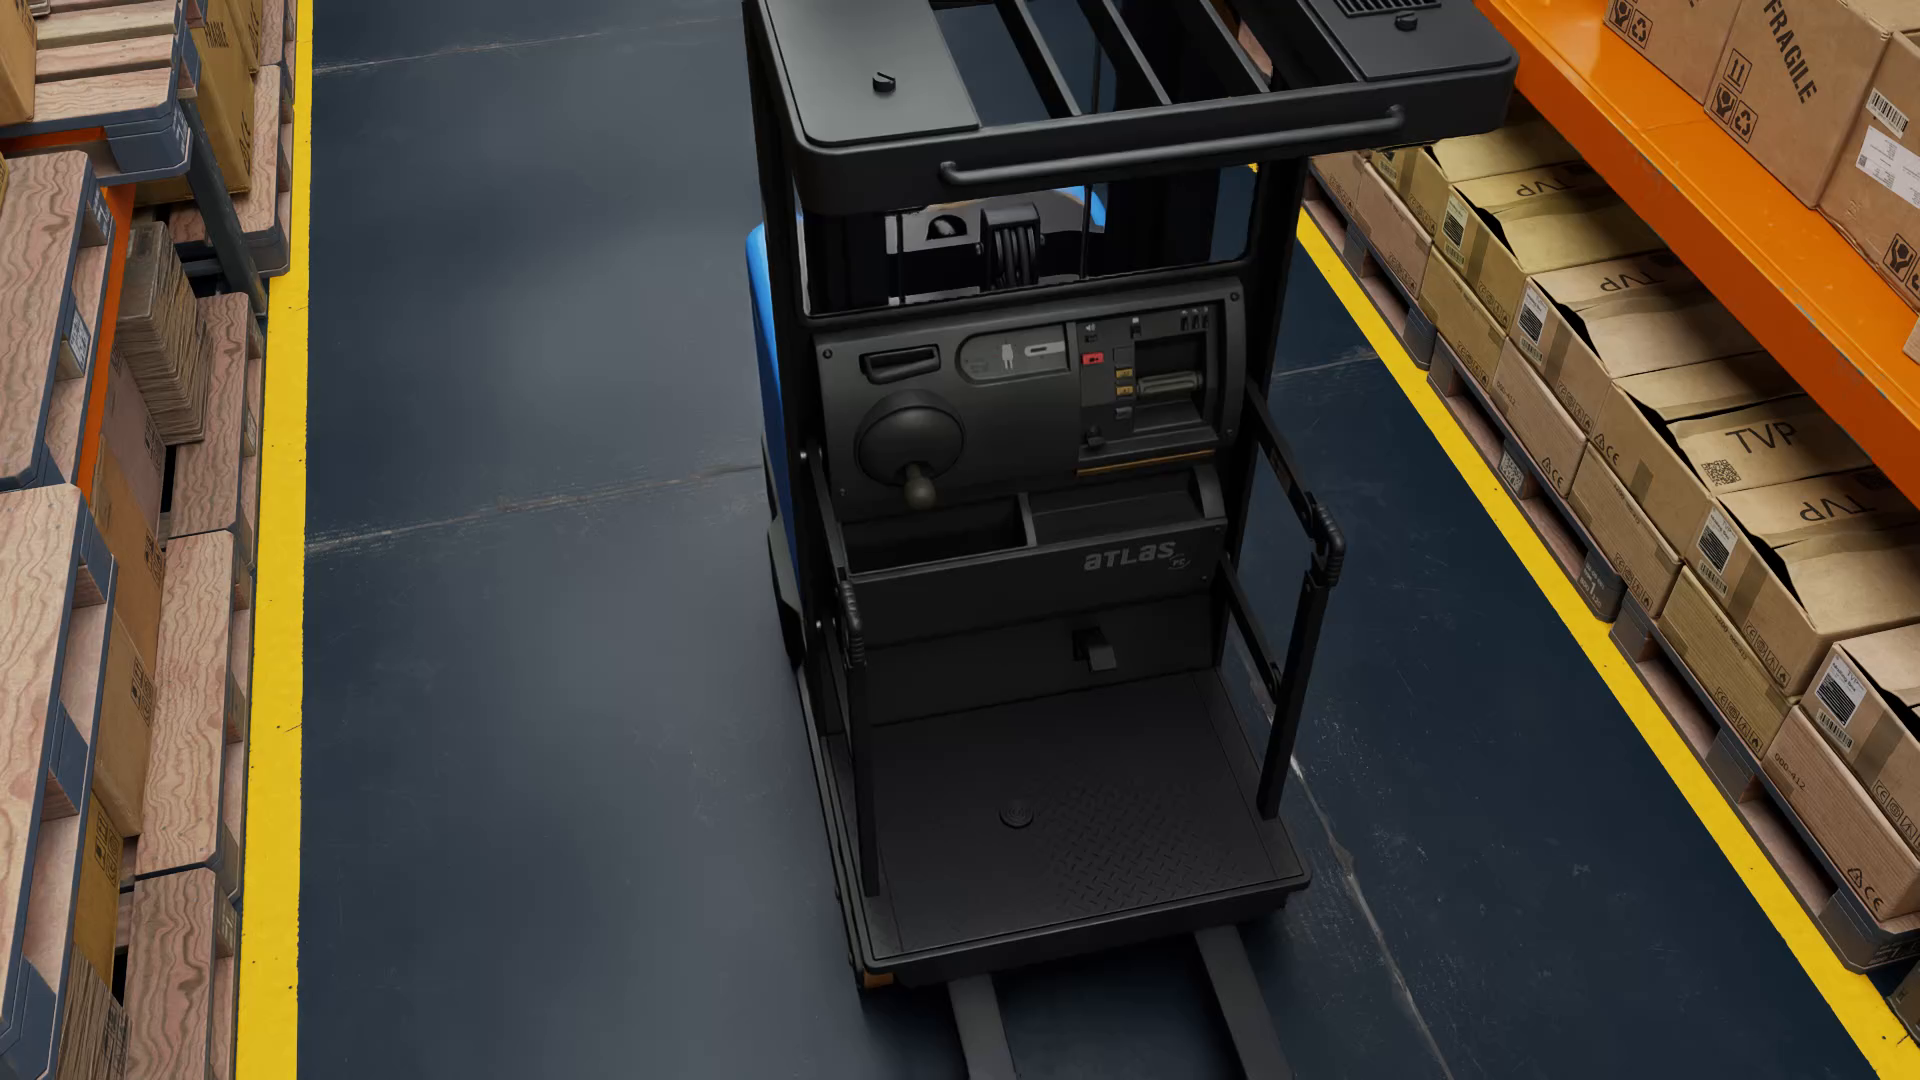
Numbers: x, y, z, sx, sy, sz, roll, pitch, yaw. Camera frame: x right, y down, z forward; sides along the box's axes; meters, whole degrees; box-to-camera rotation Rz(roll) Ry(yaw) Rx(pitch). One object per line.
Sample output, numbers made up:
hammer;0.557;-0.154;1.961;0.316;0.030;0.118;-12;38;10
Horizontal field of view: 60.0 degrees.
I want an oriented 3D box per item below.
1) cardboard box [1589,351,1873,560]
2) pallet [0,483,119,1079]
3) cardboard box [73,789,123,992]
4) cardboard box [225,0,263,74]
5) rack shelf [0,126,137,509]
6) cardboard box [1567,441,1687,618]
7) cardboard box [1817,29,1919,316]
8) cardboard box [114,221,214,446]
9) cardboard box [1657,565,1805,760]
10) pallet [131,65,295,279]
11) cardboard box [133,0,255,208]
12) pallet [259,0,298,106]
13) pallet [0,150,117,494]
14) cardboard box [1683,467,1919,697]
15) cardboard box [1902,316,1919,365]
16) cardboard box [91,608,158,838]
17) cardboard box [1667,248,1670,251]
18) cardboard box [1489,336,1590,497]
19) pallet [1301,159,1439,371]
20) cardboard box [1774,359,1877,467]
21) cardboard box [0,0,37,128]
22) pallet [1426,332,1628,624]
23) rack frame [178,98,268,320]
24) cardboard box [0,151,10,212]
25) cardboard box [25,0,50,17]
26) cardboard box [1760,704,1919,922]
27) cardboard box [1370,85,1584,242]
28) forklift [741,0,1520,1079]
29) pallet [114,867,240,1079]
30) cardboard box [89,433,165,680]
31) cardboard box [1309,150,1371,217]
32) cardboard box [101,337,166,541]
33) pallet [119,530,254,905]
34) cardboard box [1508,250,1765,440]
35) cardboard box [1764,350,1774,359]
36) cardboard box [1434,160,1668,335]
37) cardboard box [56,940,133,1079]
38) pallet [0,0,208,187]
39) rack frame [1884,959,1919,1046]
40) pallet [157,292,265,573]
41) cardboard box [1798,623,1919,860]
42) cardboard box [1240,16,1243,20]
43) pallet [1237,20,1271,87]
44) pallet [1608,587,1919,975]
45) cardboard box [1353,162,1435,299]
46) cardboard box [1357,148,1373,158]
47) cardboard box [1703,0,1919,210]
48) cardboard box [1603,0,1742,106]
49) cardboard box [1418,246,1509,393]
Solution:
cardboard box;2.149;-0.266;4.649;0.500;0.311;0.500;-11;47;-10
pallet;-2.048;0.466;2.827;1.003;0.211;1.213;-11;47;-10
cardboard box;-2.378;0.822;3.787;0.700;0.500;0.500;-12;47;-11
cardboard box;-3.297;-2.341;6.655;0.750;0.750;0.750;-11;47;-11
rack shelf;-2.505;-0.176;3.826;1.077;0.370;4.000;-11;47;-10
cardboard box;2.149;-0.076;4.855;0.500;0.250;0.500;-10;46;-9
cardboard box;2.479;-0.887;3.949;0.500;0.500;0.500;-8;46;-7
cardboard box;-2.782;-0.600;5.180;0.700;0.500;0.500;-10;46;-10
cardboard box;2.280;0.278;4.509;0.500;0.250;0.500;-11;47;-11
pallet;-3.146;-1.390;6.465;1.003;0.211;1.213;-11;47;-10
cardboard box;-3.078;-1.735;6.061;0.750;0.750;0.750;-11;47;-11
pallet;-3.455;-2.231;7.289;1.003;0.211;1.213;-11;47;-10
pallet;-2.471;-0.382;3.658;1.003;0.211;1.213;-11;47;-10
cardboard box;2.275;0.079;4.311;0.500;0.311;0.500;-10;46;-9
cardboard box;2.392;-0.481;3.716;0.396;0.266;0.258;-12;47;-11
cardboard box;-2.470;0.462;4.139;0.700;0.500;0.500;-10;46;-10
cardboard box;2.409;-1.074;5.441;0.500;0.311;0.500;-11;47;-11
cardboard box;2.020;-0.427;5.200;0.500;0.250;0.500;-10;46;-10
pallet;1.944;-1.165;6.244;1.003;0.211;1.213;-11;47;-10
cardboard box;2.673;-0.370;4.751;0.500;0.311;0.500;-12;47;-12
cardboard box;-2.718;-1.294;4.040;0.700;0.500;0.500;-15;47;-14
pallet;2.252;-0.324;5.420;1.003;0.211;1.213;-11;47;-10
rack frame;-3.017;-1.808;4.922;1.000;3.000;0.127;-11;47;-10
cardboard box;-2.547;-0.819;3.574;0.700;0.500;0.500;-11;47;-10
cardboard box;-2.887;-1.675;4.413;0.700;0.500;0.500;-16;48;-15
cardboard box;2.408;0.627;4.166;0.500;0.250;0.500;-11;47;-11
cardboard box;1.763;-1.321;5.683;0.500;0.311;0.500;-12;47;-11
forklift;0.211;-0.214;3.408;1.130;2.935;3.031;-9;46;-9
pallet;-2.194;1.392;3.738;1.003;0.211;1.213;-11;47;-10
cardboard box;-2.608;0.115;4.479;0.700;0.500;0.500;-11;47;-11
cardboard box;1.621;-1.486;6.237;0.500;0.250;0.500;-11;47;-10
cardboard box;-2.763;-0.223;4.810;0.700;0.500;0.500;-11;47;-10
pallet;-2.510;0.548;4.565;1.003;0.211;1.213;-11;47;-10
cardboard box;2.024;-0.614;4.990;0.500;0.311;0.500;-11;47;-11
cardboard box;2.535;-0.728;5.102;0.500;0.311;0.500;-10;46;-9
cardboard box;1.892;-0.969;5.338;0.500;0.311;0.500;-12;47;-11
cardboard box;-2.198;1.169;3.446;0.700;0.500;0.500;-9;46;-9
pallet;-2.732;-1.269;4.527;1.213;0.211;1.003;-11;47;-10
rack frame;2.795;0.045;3.106;1.000;3.000;0.127;-11;47;-10
pallet;-2.818;-0.293;5.389;1.003;0.211;1.213;-11;47;-10
cardboard box;2.414;0.437;3.960;0.500;0.311;0.500;-11;47;-10
cardboard box;1.304;-2.599;7.139;0.500;0.500;0.500;-9;46;-9
pallet;1.616;-2.263;7.320;1.003;0.211;1.213;-11;47;-10
pallet;2.568;0.519;4.593;1.003;0.211;1.213;-11;47;-10
cardboard box;1.750;-1.139;5.897;0.500;0.250;0.500;-12;47;-11
cardboard box;1.621;-1.682;6.037;0.500;0.311;0.500;-9;46;-9
cardboard box;2.351;-1.233;4.288;0.500;0.500;0.500;-11;47;-10
cardboard box;2.216;-1.596;4.644;0.500;0.500;0.500;-13;47;-12
cardboard box;1.889;-0.781;5.547;0.500;0.250;0.500;-12;47;-11
